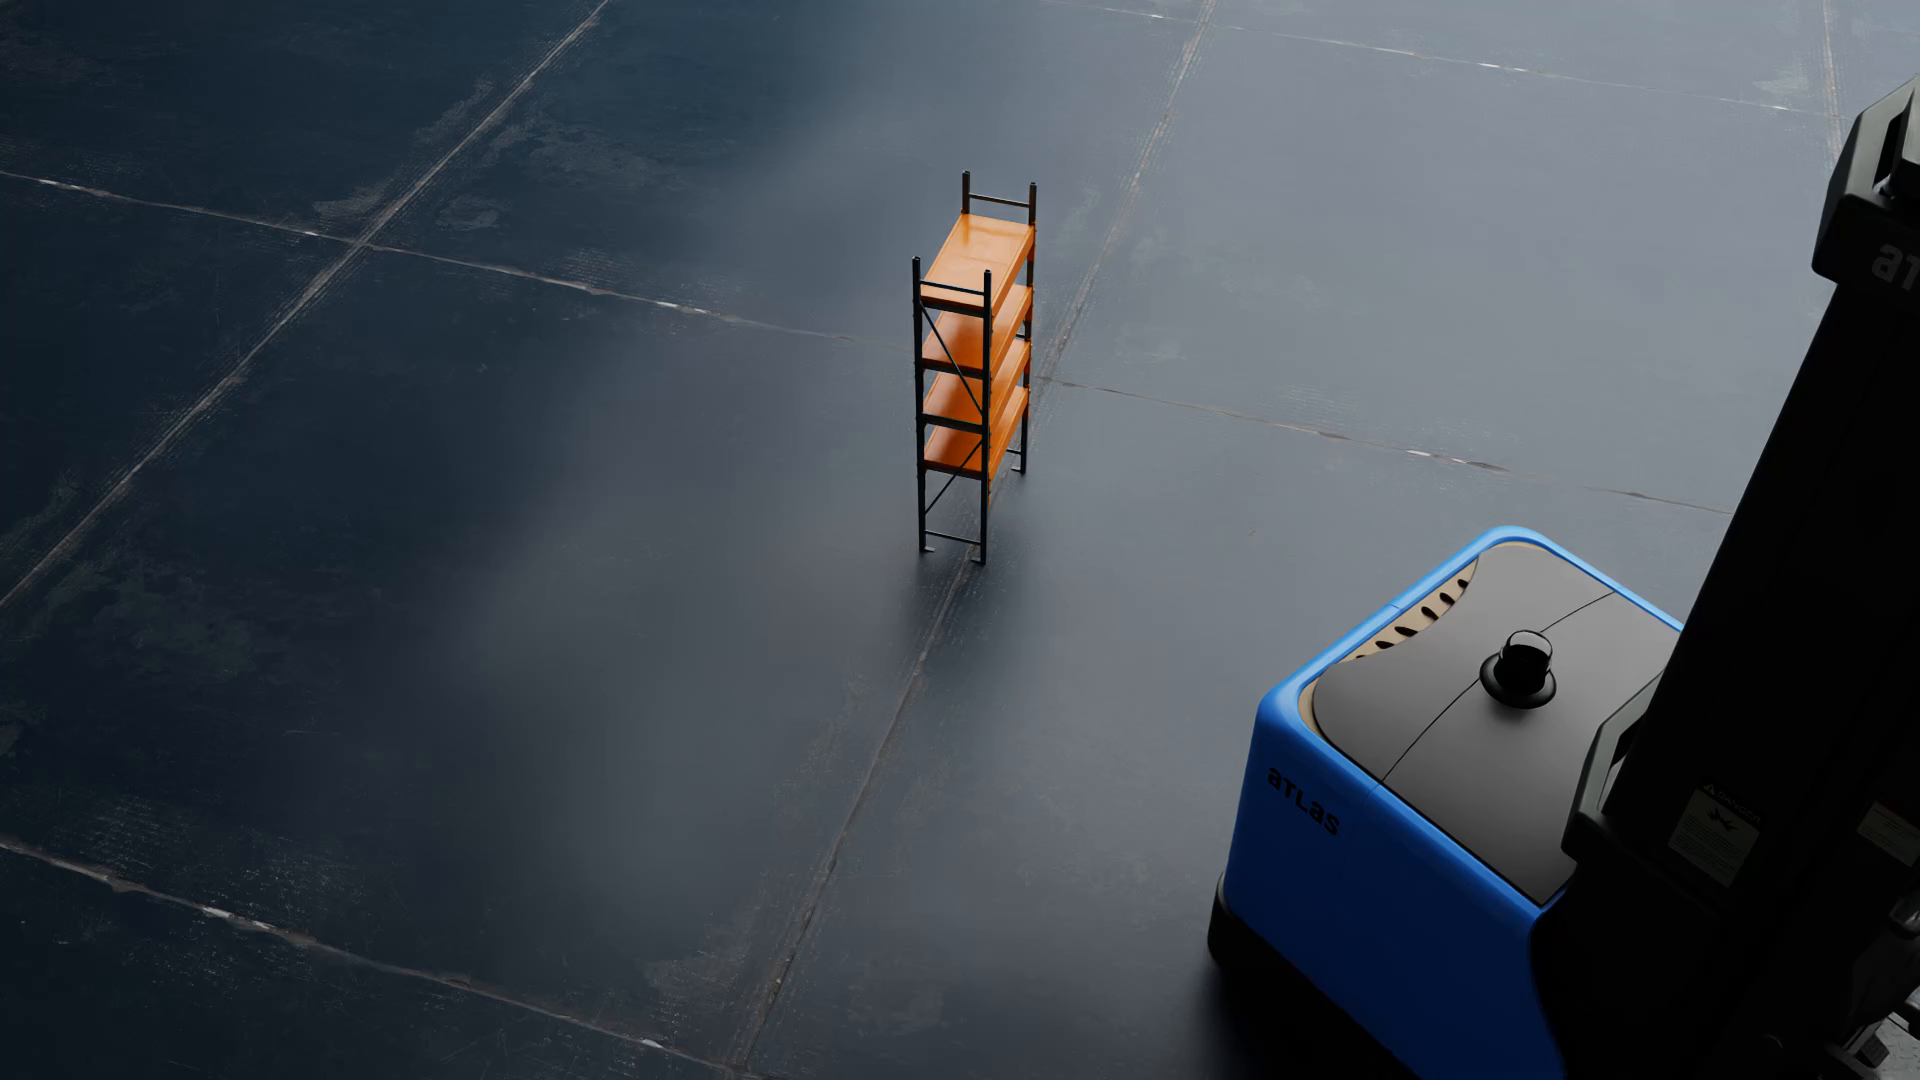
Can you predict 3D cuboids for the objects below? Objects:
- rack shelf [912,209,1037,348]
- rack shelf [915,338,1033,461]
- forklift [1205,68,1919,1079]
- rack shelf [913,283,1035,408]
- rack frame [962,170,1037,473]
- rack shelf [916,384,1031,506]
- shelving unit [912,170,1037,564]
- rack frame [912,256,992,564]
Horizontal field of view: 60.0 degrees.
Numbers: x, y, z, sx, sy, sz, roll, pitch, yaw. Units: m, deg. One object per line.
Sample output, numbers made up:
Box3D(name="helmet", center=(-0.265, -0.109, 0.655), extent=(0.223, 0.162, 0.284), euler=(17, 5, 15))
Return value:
Box3D(name="rack shelf", center=(0.050, -0.820, 5.168), extent=(0.258, 0.148, 0.480), euler=(13, 46, 13))
Box3D(name="rack shelf", center=(0.050, -0.491, 5.490), extent=(0.258, 0.148, 0.480), euler=(13, 46, 13))
Box3D(name="forklift", center=(2.007, 0.655, 2.985), extent=(1.130, 2.935, 3.031), euler=(-31, 52, -28))
Box3D(name="rack shelf", center=(0.050, -0.651, 5.334), extent=(0.258, 0.148, 0.480), euler=(13, 46, 13))
Box3D(name="rack frame", center=(0.124, -0.702, 5.609), extent=(0.240, 1.200, 0.015), euler=(13, 46, 13))
Box3D(name="rack shelf", center=(0.050, -0.349, 5.629), extent=(0.258, 0.148, 0.480), euler=(13, 46, 13))
Box3D(name="shelving unit", center=(0.050, -0.539, 5.443), extent=(0.258, 1.200, 0.503), euler=(13, 46, 13))
Box3D(name="rack frame", center=(-0.024, -0.377, 5.277), extent=(0.240, 1.200, 0.015), euler=(13, 46, 13))
